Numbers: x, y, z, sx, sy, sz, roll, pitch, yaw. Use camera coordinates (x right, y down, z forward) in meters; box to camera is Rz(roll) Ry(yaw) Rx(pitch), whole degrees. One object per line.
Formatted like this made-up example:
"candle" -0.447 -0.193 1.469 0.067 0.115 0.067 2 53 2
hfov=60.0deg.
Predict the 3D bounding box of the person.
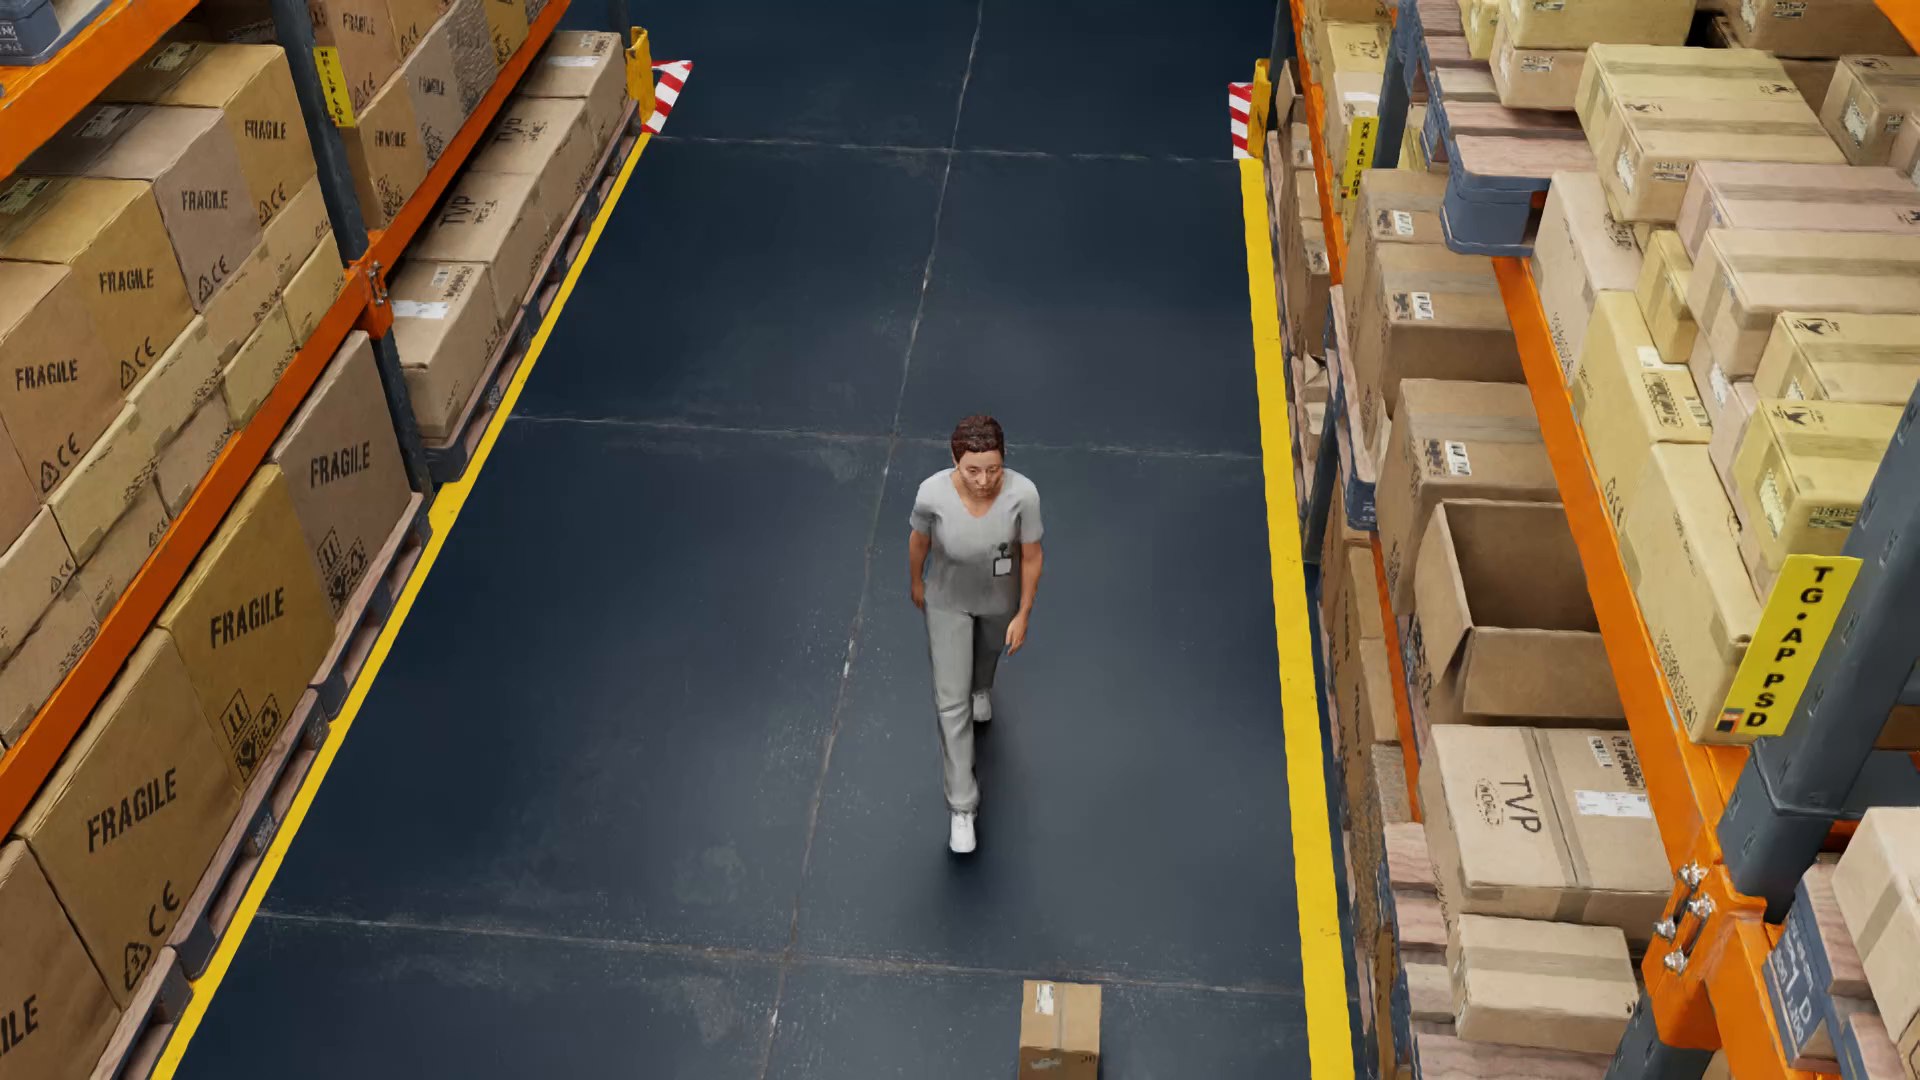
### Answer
"person" 0.069 0.248 5.856 0.457 1.610 0.994 -5 41 -6
